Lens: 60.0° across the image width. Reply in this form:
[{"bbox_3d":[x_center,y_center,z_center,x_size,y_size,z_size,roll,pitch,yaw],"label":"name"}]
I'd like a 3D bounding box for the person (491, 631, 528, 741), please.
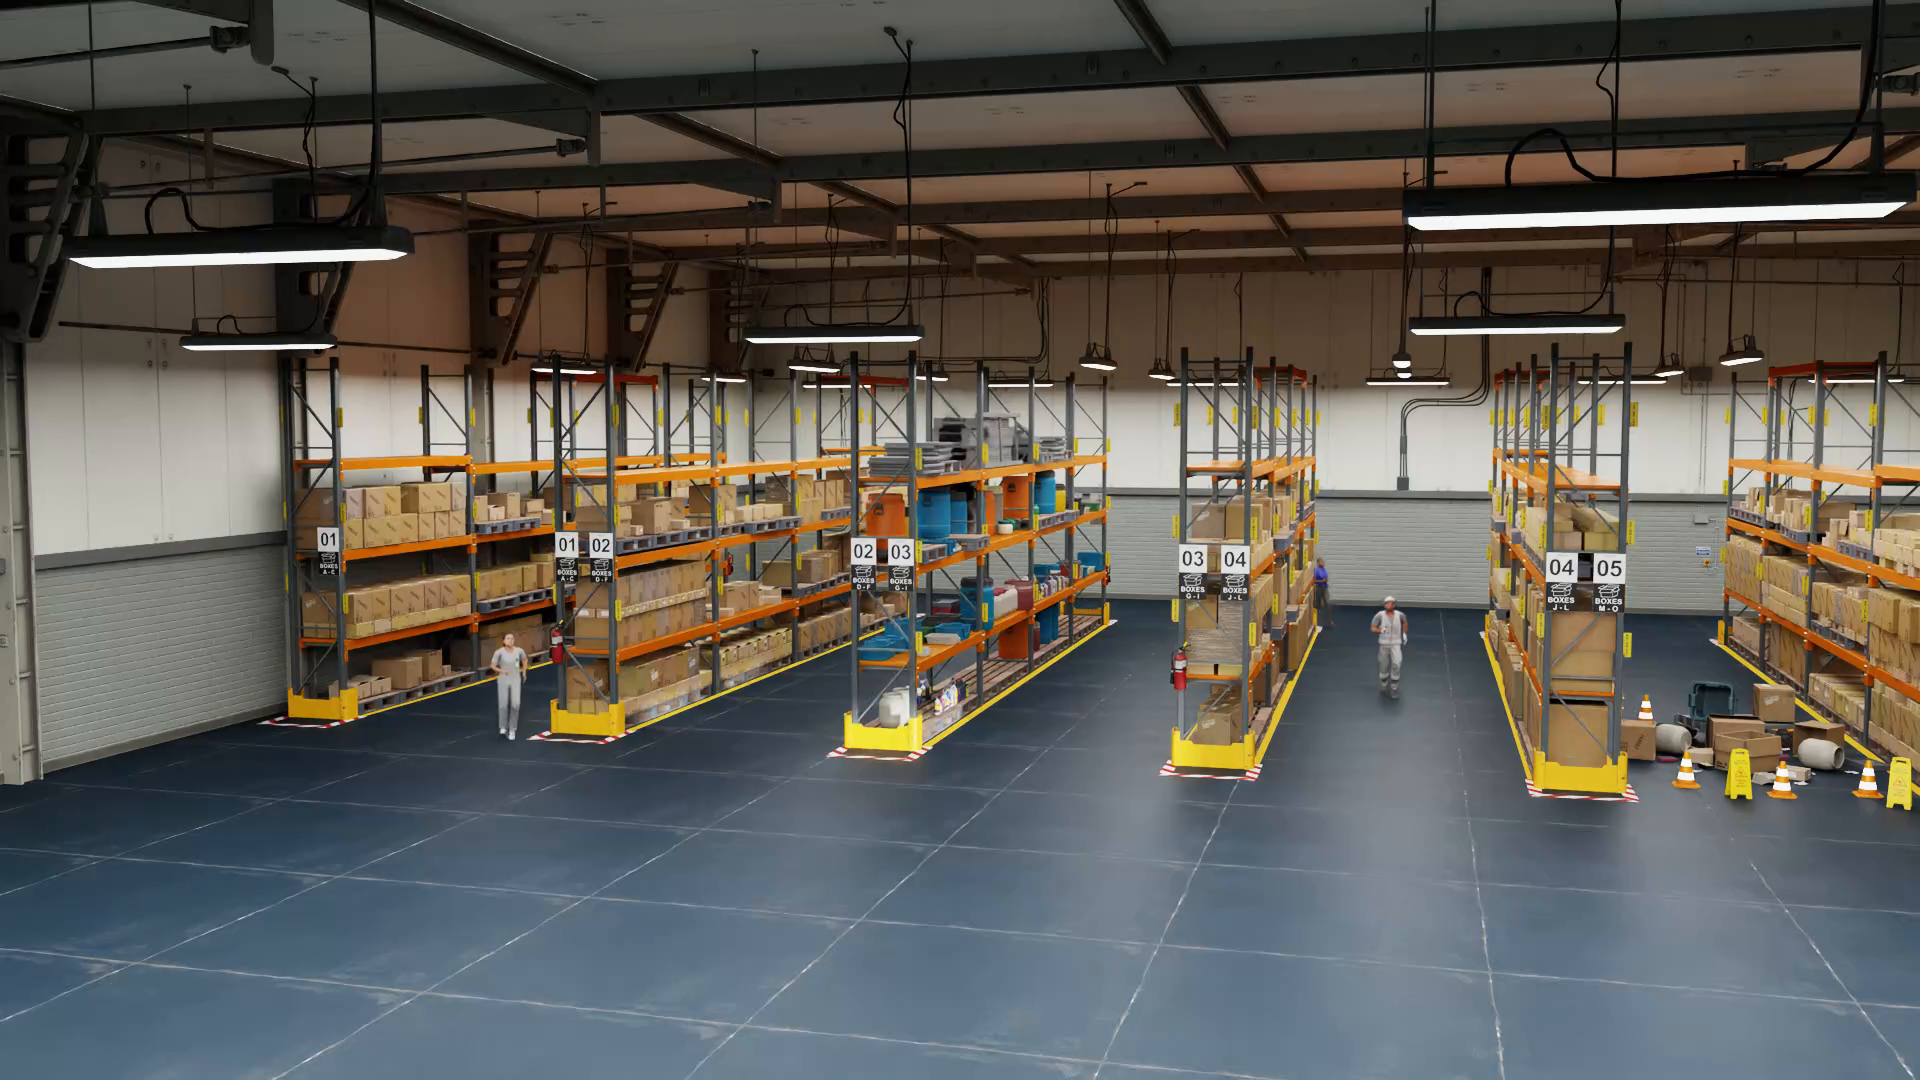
[{"bbox_3d":[-7.023,2.272,25.956,0.580,1.712,0.681,-1,4,-20],"label":"person"}]

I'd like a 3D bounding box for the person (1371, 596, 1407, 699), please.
[{"bbox_3d":[7.693,1.922,29.816,0.664,1.852,0.776,1,4,9],"label":"person"}]

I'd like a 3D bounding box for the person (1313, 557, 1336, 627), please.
[{"bbox_3d":[8.660,1.241,40.008,0.591,1.659,0.891,-2,5,-30],"label":"person"}]
